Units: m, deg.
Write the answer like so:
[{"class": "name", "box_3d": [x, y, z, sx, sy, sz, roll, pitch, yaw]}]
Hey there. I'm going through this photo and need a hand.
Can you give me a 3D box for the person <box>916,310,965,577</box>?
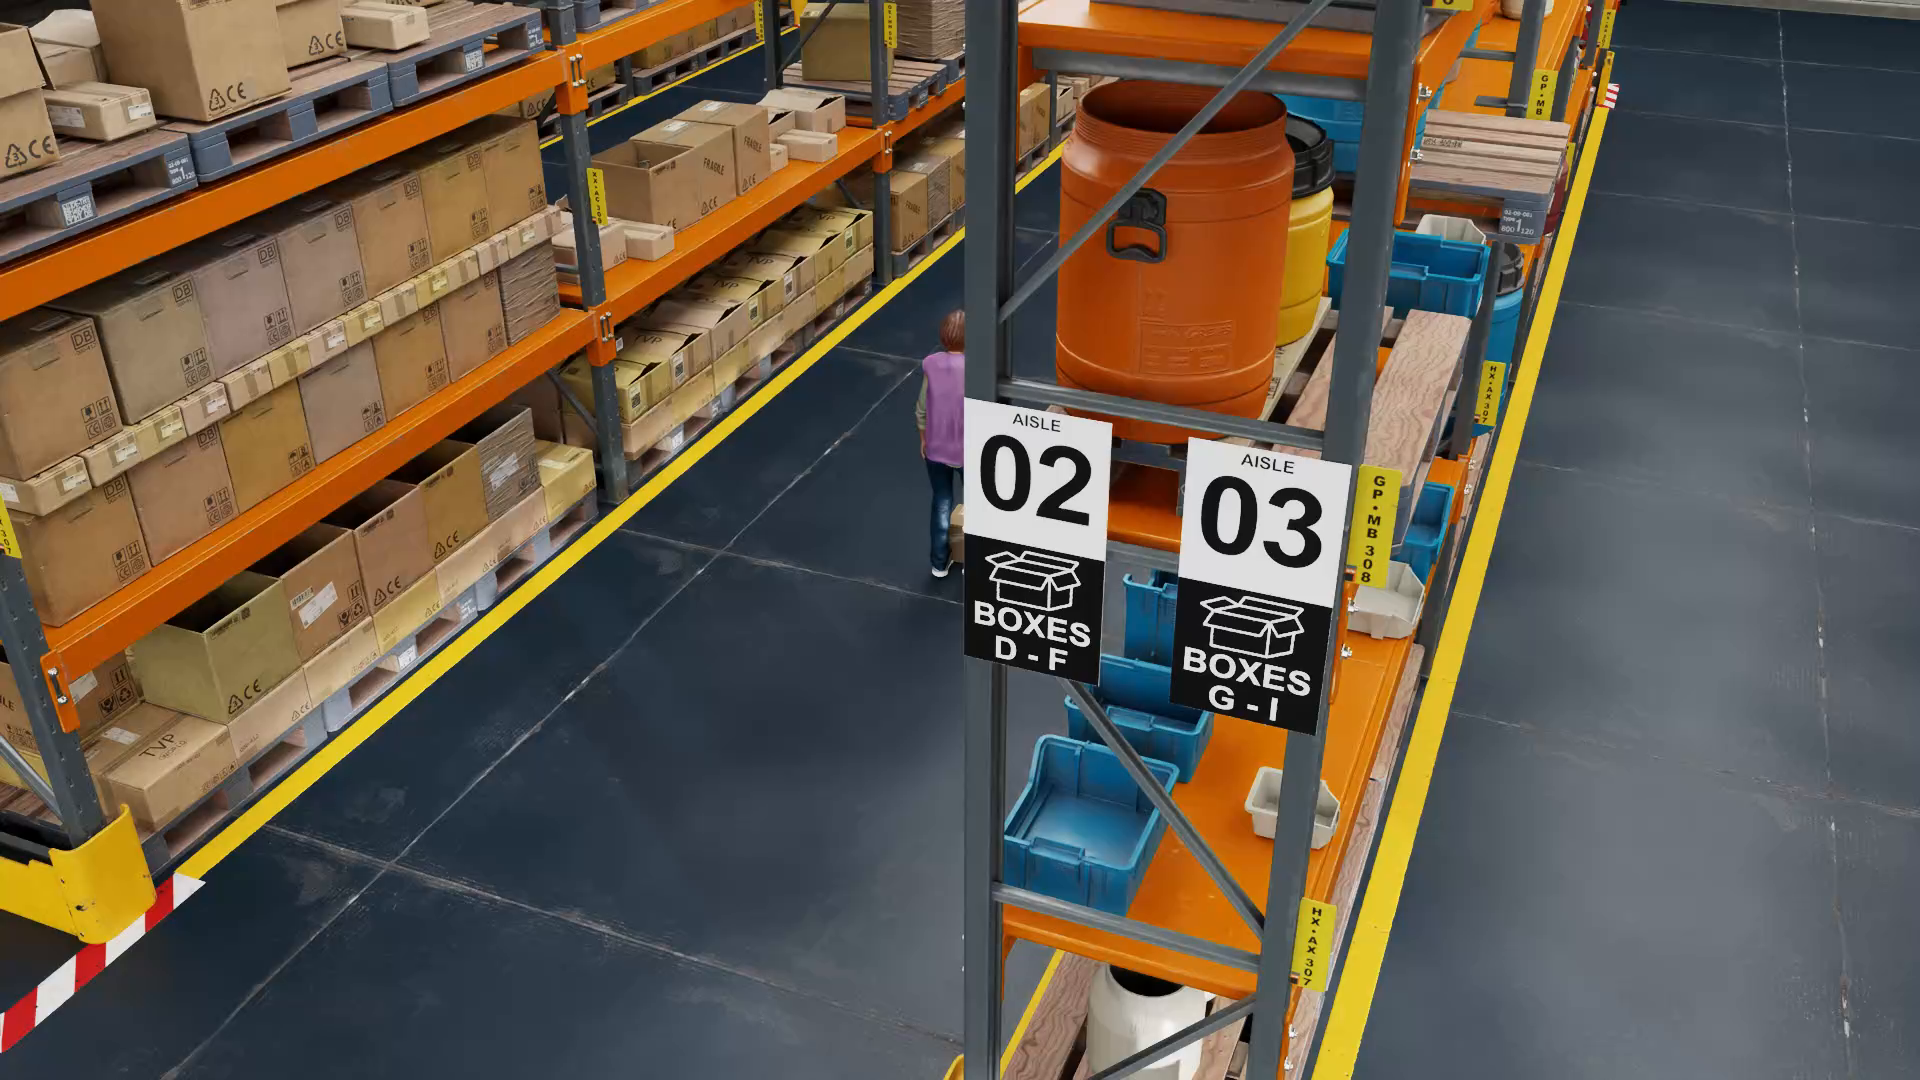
[{"class": "person", "box_3d": [-0.014, -0.500, 9.263, 0.468, 1.591, 0.350, 11, 32, 19]}]
